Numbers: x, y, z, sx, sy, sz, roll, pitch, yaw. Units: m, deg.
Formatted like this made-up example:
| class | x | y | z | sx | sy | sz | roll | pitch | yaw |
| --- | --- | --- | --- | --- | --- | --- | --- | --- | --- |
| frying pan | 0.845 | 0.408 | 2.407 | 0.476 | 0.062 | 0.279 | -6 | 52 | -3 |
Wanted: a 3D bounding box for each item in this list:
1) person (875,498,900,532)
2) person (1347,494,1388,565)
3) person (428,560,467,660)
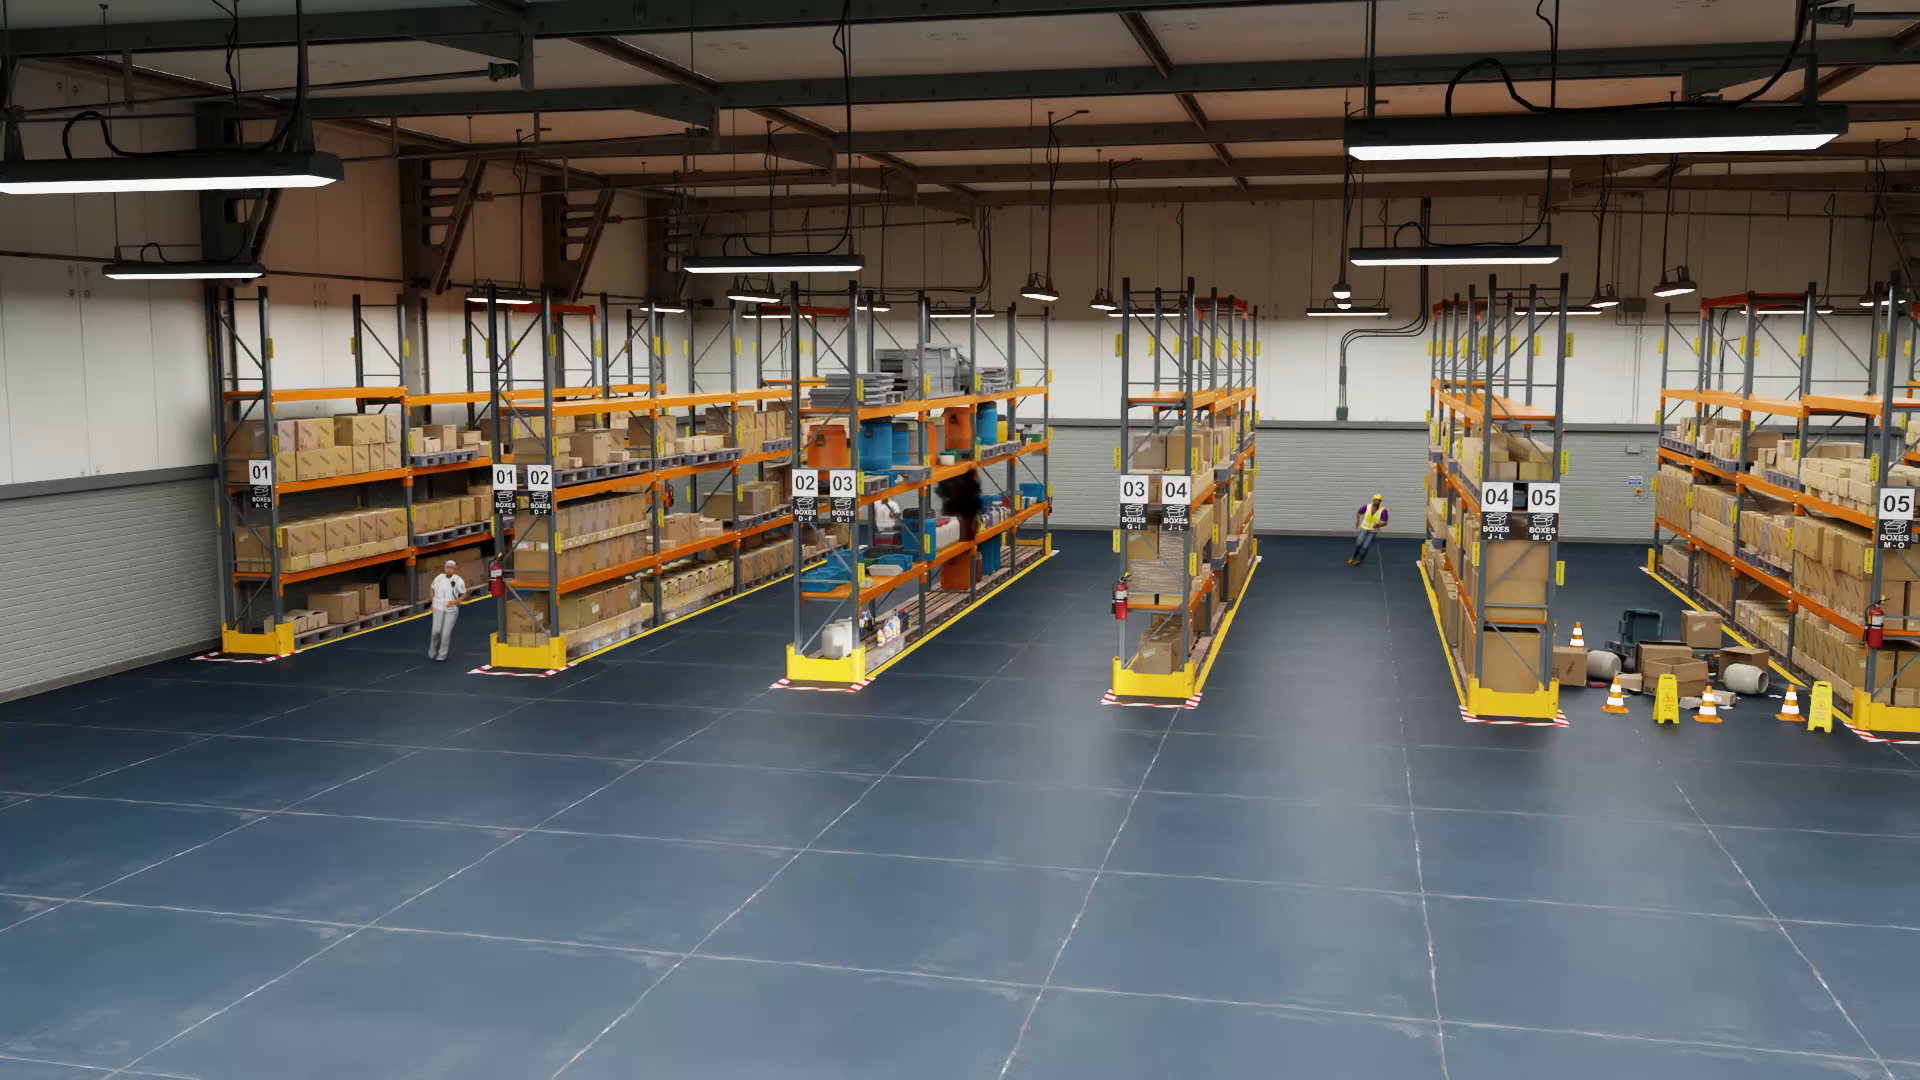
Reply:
| class | x | y | z | sx | sy | sz | roll | pitch | yaw |
| --- | --- | --- | --- | --- | --- | --- | --- | --- | --- |
| person | -1.732 | -0.324 | 38.720 | 0.705 | 1.748 | 0.890 | 0 | 7 | 4 |
| person | 9.400 | -0.233 | 38.332 | 0.891 | 1.667 | 0.609 | 2 | 7 | 17 |
| person | -8.278 | 1.135 | 26.787 | 0.643 | 1.619 | 0.529 | -1 | 7 | -10 |
